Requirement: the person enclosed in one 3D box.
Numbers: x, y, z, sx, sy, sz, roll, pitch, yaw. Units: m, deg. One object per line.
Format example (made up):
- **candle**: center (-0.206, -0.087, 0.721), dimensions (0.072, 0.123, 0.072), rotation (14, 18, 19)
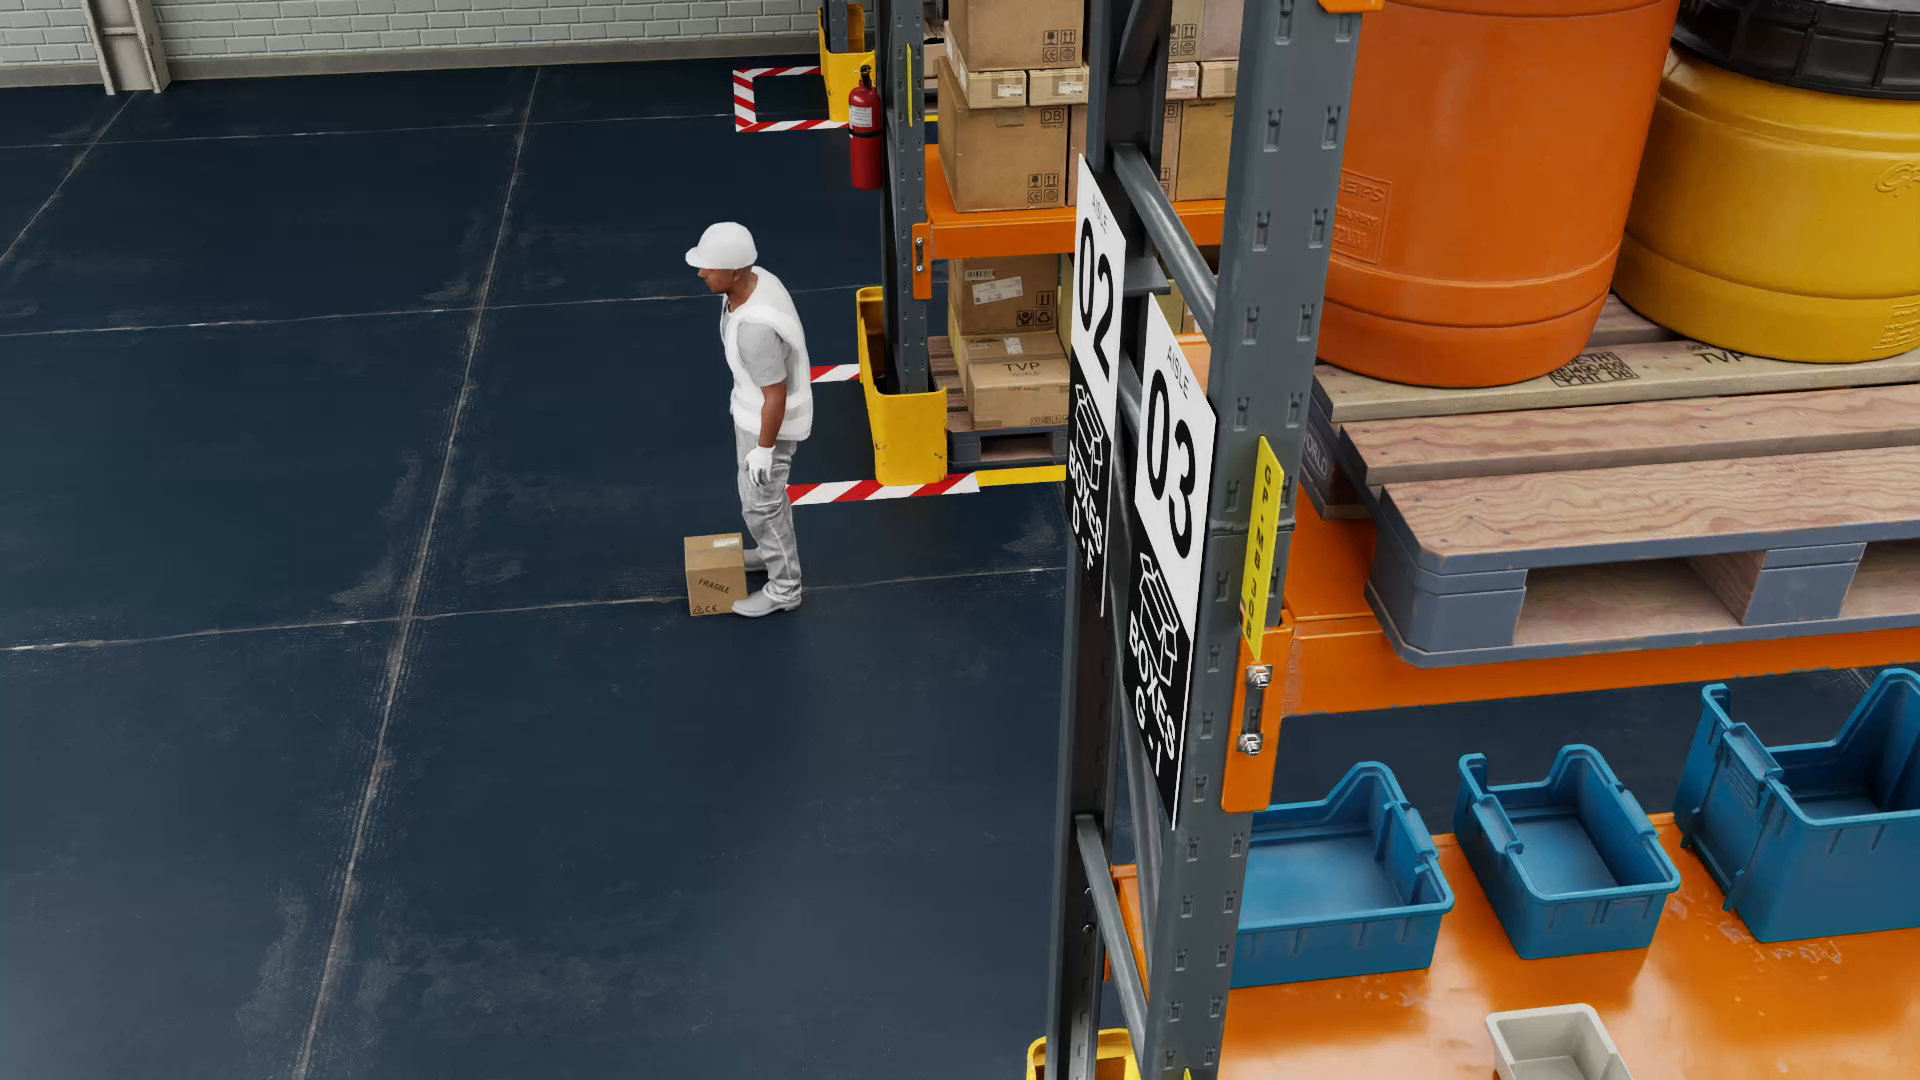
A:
- **person**: center (-0.836, -0.496, 6.857), dimensions (0.452, 1.773, 0.625), rotation (-6, 35, -9)
